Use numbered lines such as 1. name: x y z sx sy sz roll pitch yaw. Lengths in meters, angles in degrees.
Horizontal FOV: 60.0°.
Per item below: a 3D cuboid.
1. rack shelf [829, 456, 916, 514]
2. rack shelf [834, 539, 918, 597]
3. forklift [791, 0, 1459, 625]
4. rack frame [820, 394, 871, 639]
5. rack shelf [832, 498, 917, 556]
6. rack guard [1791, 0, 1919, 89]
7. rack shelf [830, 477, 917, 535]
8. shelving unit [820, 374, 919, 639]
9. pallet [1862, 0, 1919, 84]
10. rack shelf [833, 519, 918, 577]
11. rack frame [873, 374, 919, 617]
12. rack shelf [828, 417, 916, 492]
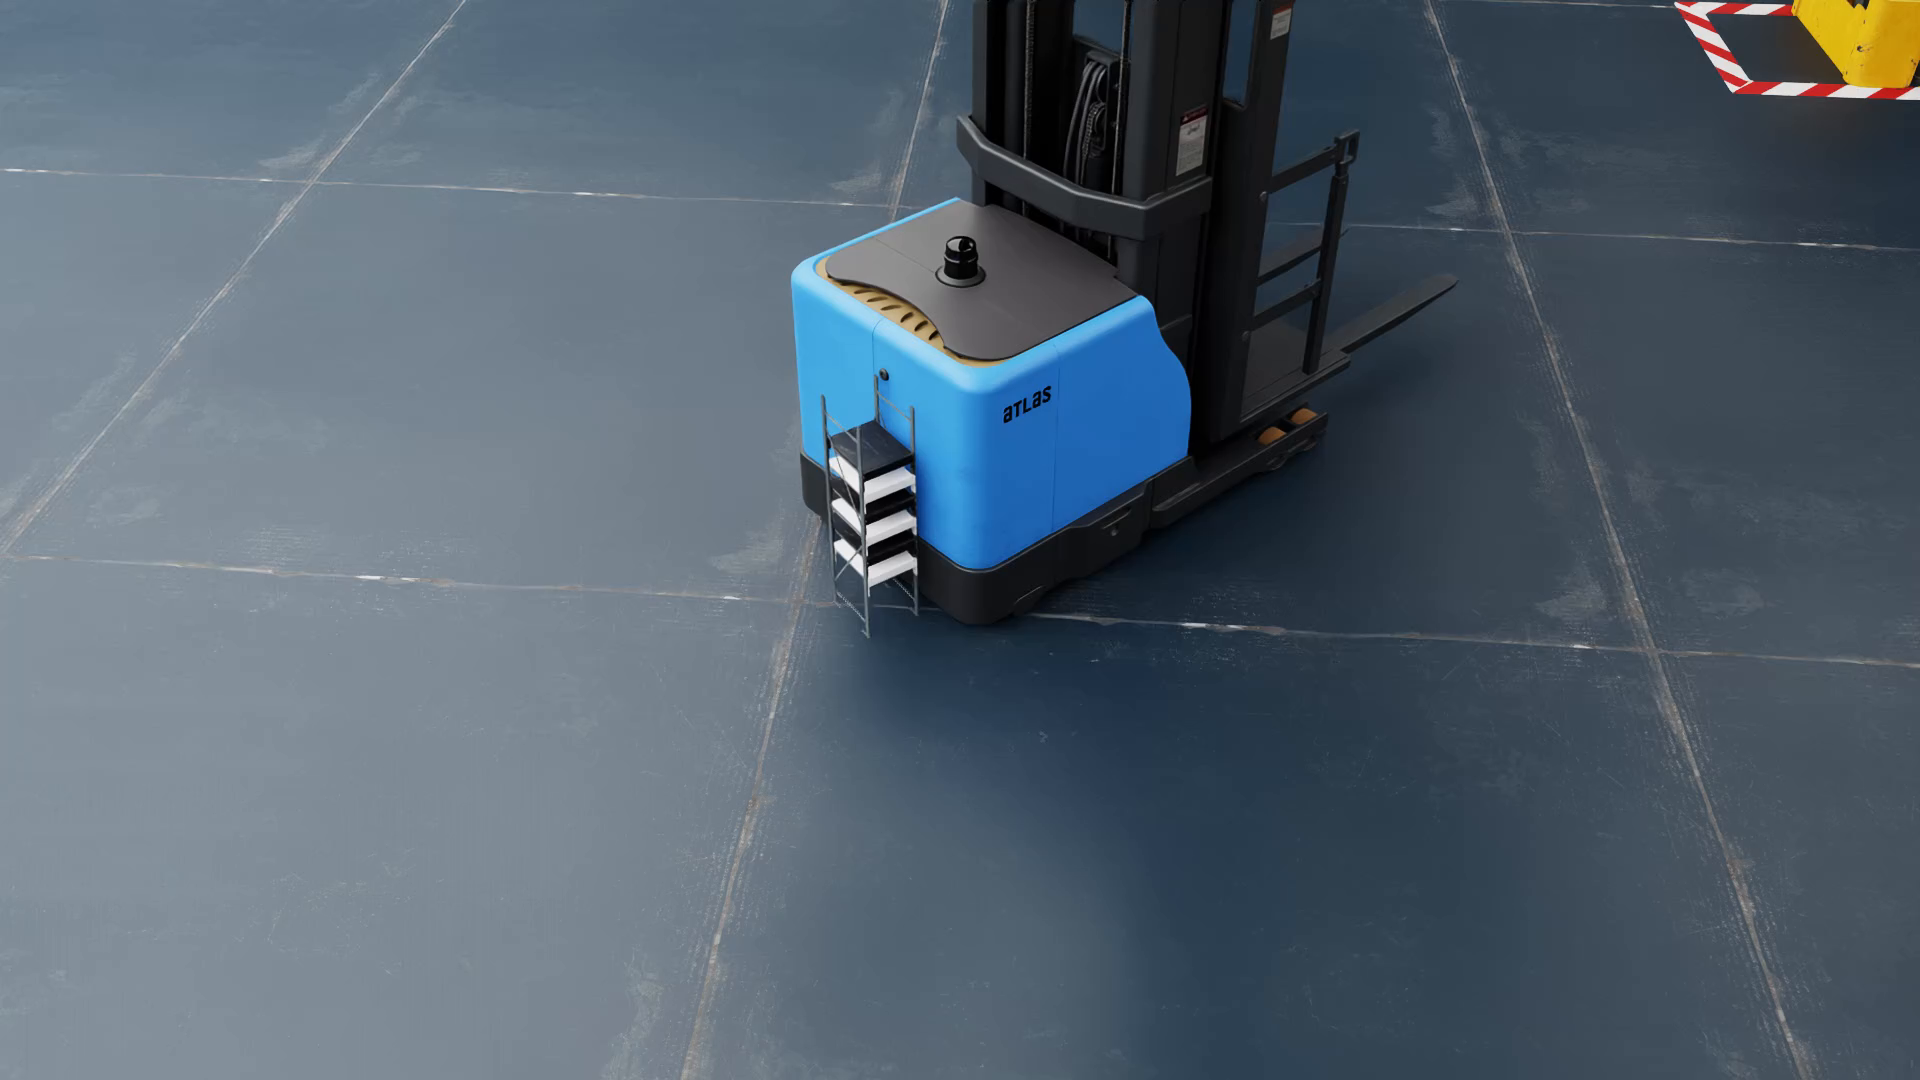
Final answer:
1. rack shelf: -0.300 -0.214 5.568 0.200 0.077 0.258 -24 45 -26
2. rack shelf: -0.300 0.065 5.795 0.200 0.077 0.258 -24 45 -26
3. forklift: 0.840 -1.638 5.941 3.031 2.935 1.130 -29 47 -31
4. rack frame: -0.384 -0.064 5.616 0.006 0.900 0.240 -24 45 -26
5. rack shelf: -0.300 -0.075 5.682 0.200 0.077 0.258 -24 45 -26
6. rack guard: 5.252 -3.113 9.679 0.348 0.500 1.175 3 39 4
7. rack shelf: -0.300 -0.145 5.625 0.200 0.077 0.258 -24 45 -26
8. shelving unit: -0.300 -0.101 5.661 0.210 0.900 0.258 -24 45 -26
9. pallet: 6.060 -2.953 9.711 1.213 0.211 1.003 3 39 4
10. rack shelf: -0.300 -0.005 5.739 0.200 0.077 0.258 -24 45 -26
11. rack frame: -0.216 -0.137 5.706 0.006 0.900 0.240 -24 45 -26
12. rack shelf: -0.300 -0.284 5.511 0.200 0.077 0.258 -24 45 -26
